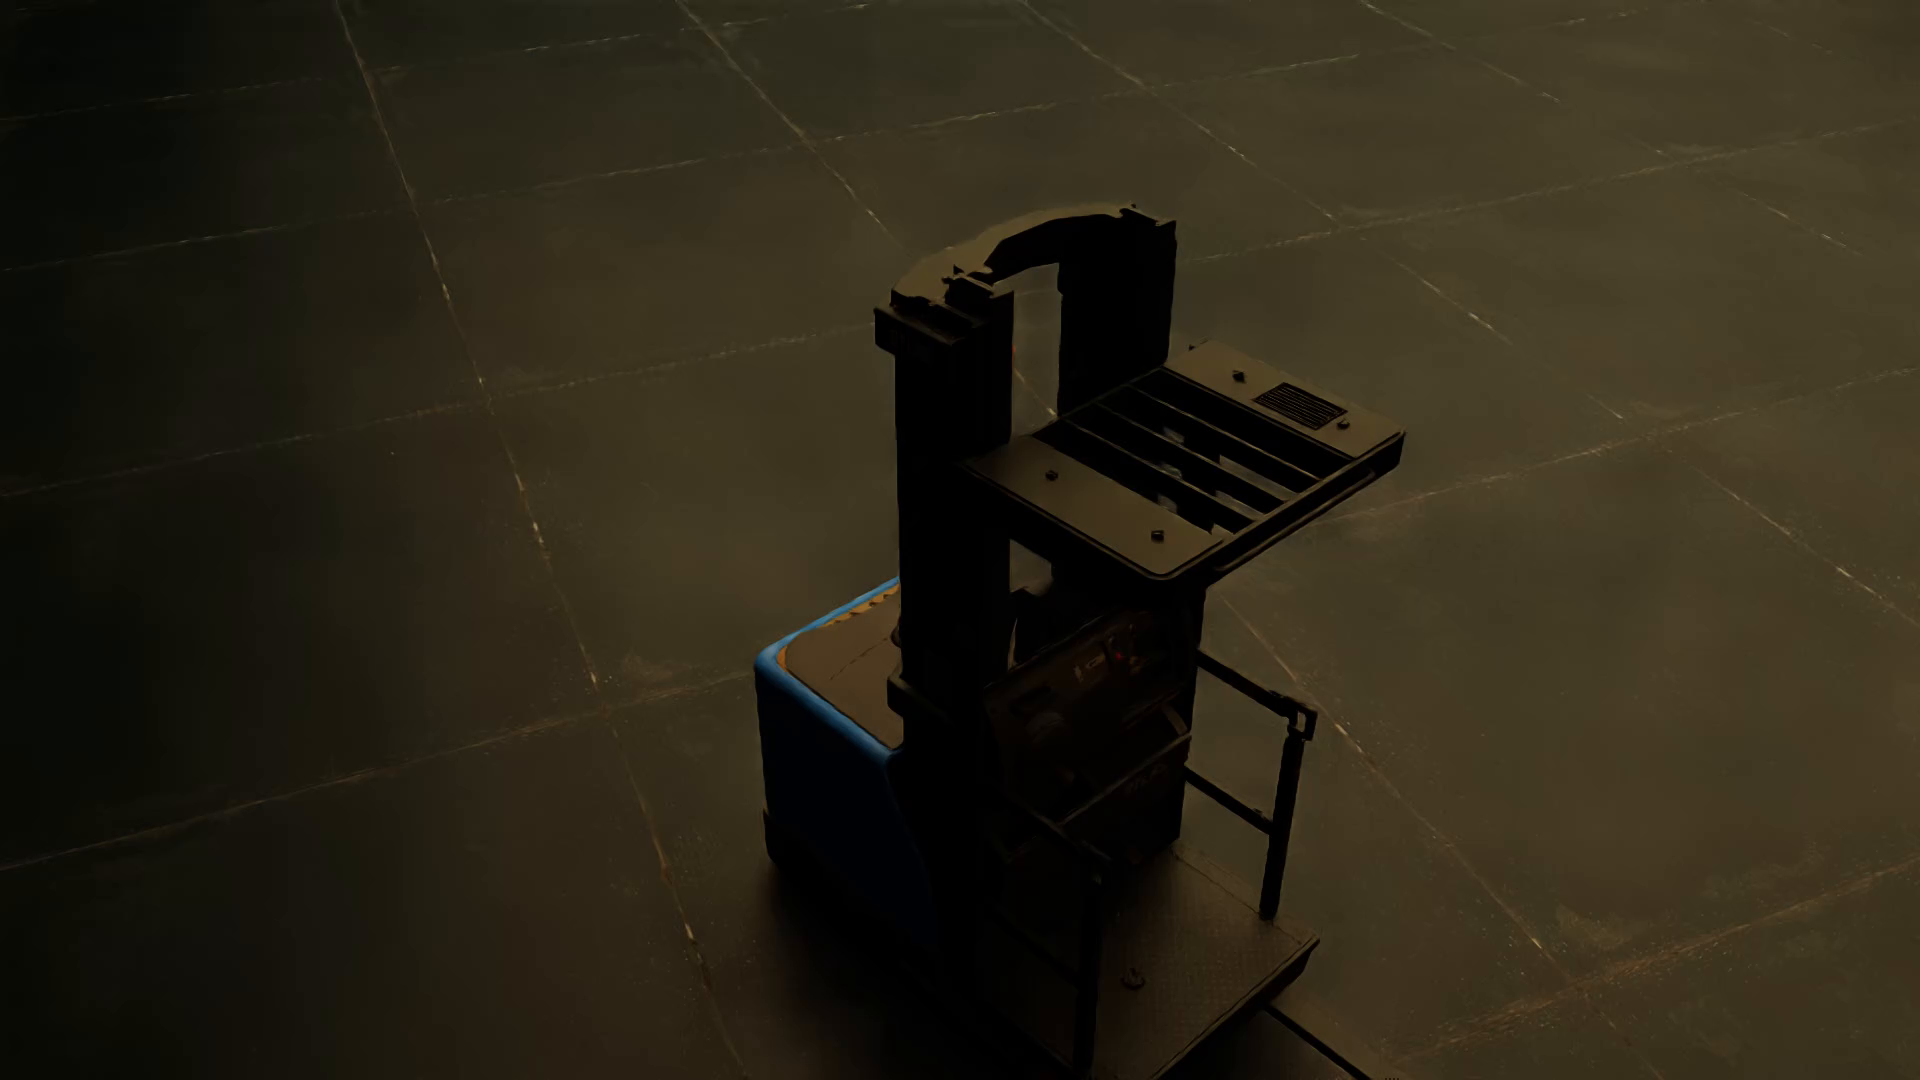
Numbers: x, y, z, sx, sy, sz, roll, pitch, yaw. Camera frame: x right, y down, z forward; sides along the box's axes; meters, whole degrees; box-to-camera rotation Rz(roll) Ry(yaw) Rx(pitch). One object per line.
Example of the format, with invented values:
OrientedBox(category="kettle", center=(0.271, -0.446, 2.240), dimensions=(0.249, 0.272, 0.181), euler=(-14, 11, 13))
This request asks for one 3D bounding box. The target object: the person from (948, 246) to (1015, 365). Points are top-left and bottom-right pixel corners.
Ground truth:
OrientedBox(category="person", center=(-0.019, -0.731, 8.197), dimensions=(0.554, 1.674, 0.548), euler=(-14, 38, -19))

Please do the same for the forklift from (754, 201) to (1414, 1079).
OrientedBox(category="forklift", center=(0.588, 0.538, 5.342), dimensions=(1.130, 2.935, 3.031), euler=(-28, 44, -34))
